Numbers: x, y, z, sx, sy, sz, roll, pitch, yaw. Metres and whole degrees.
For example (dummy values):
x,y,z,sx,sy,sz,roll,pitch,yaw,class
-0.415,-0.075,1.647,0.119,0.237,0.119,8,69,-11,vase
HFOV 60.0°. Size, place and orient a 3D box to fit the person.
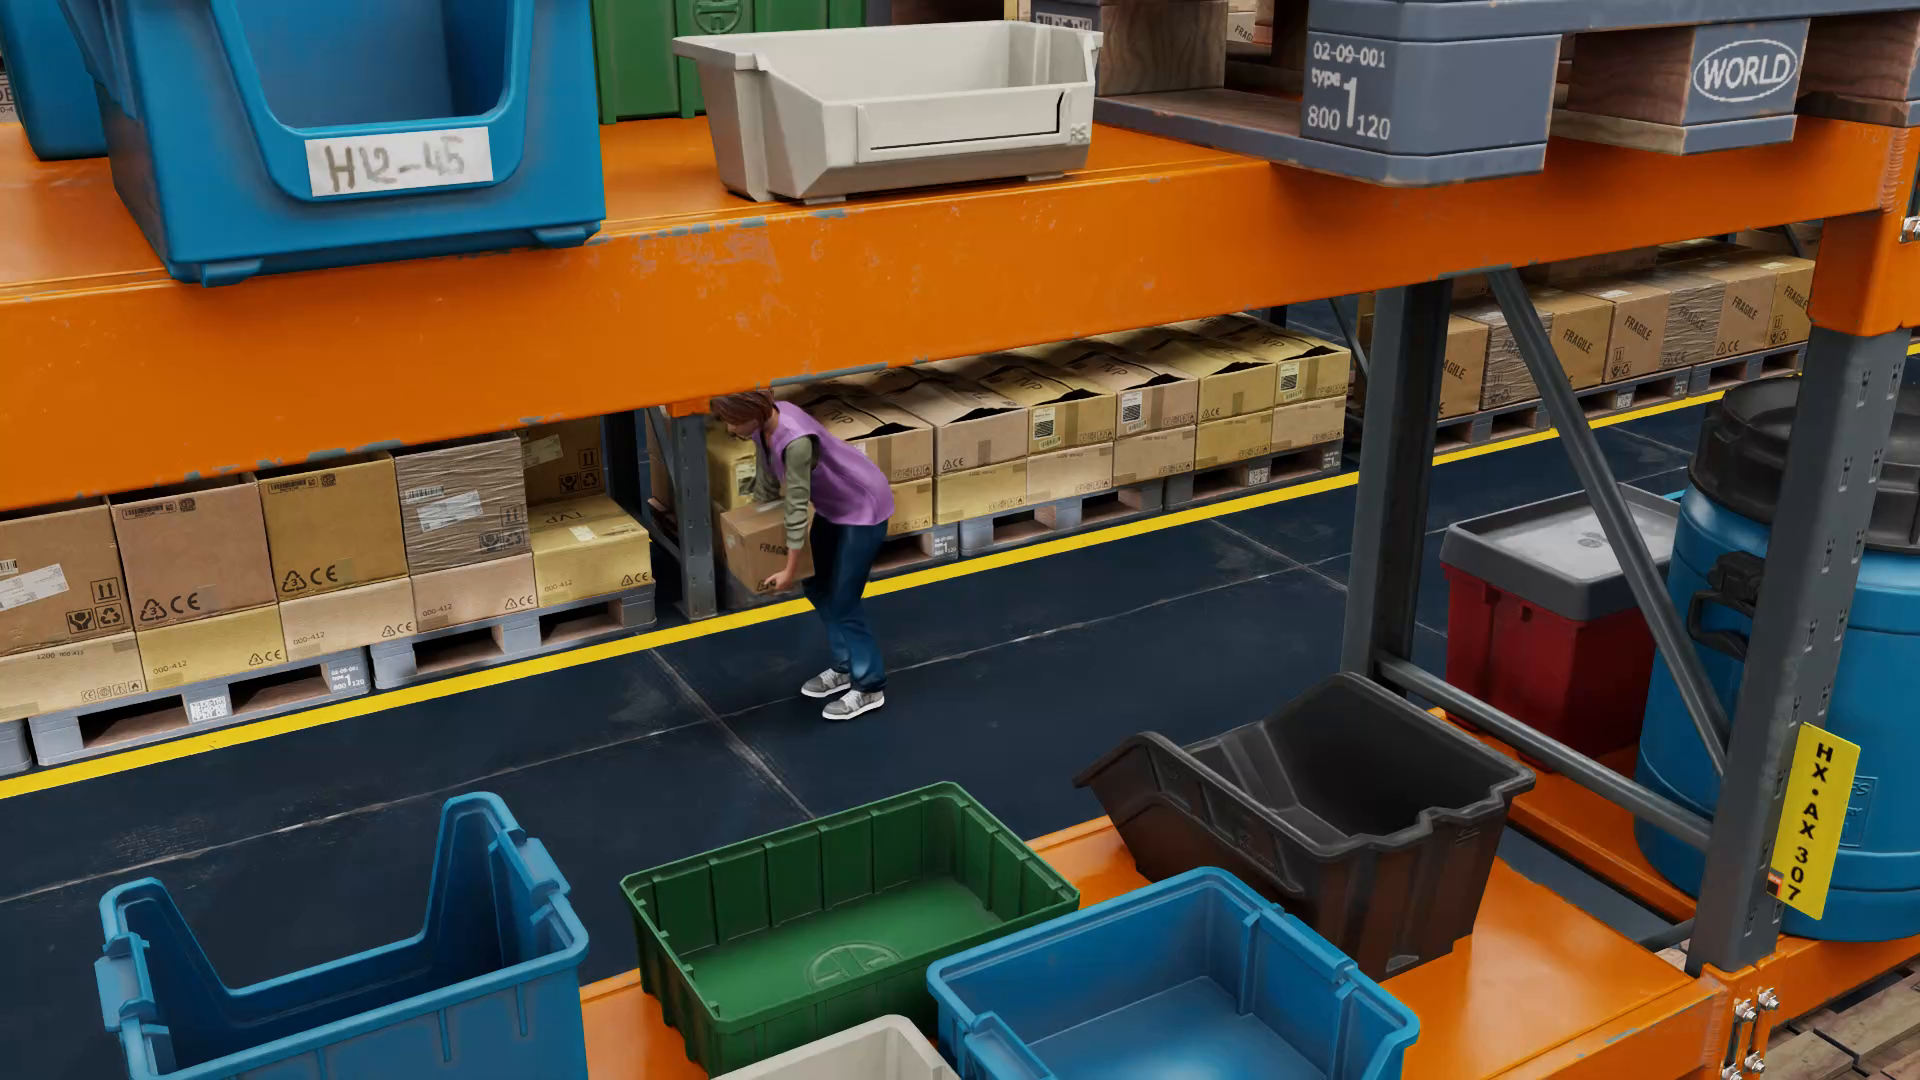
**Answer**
x,y,z,sx,sy,sz,roll,pitch,yaw,class
-0.449,-0.099,6.334,0.371,1.602,0.445,-12,25,-26,person
